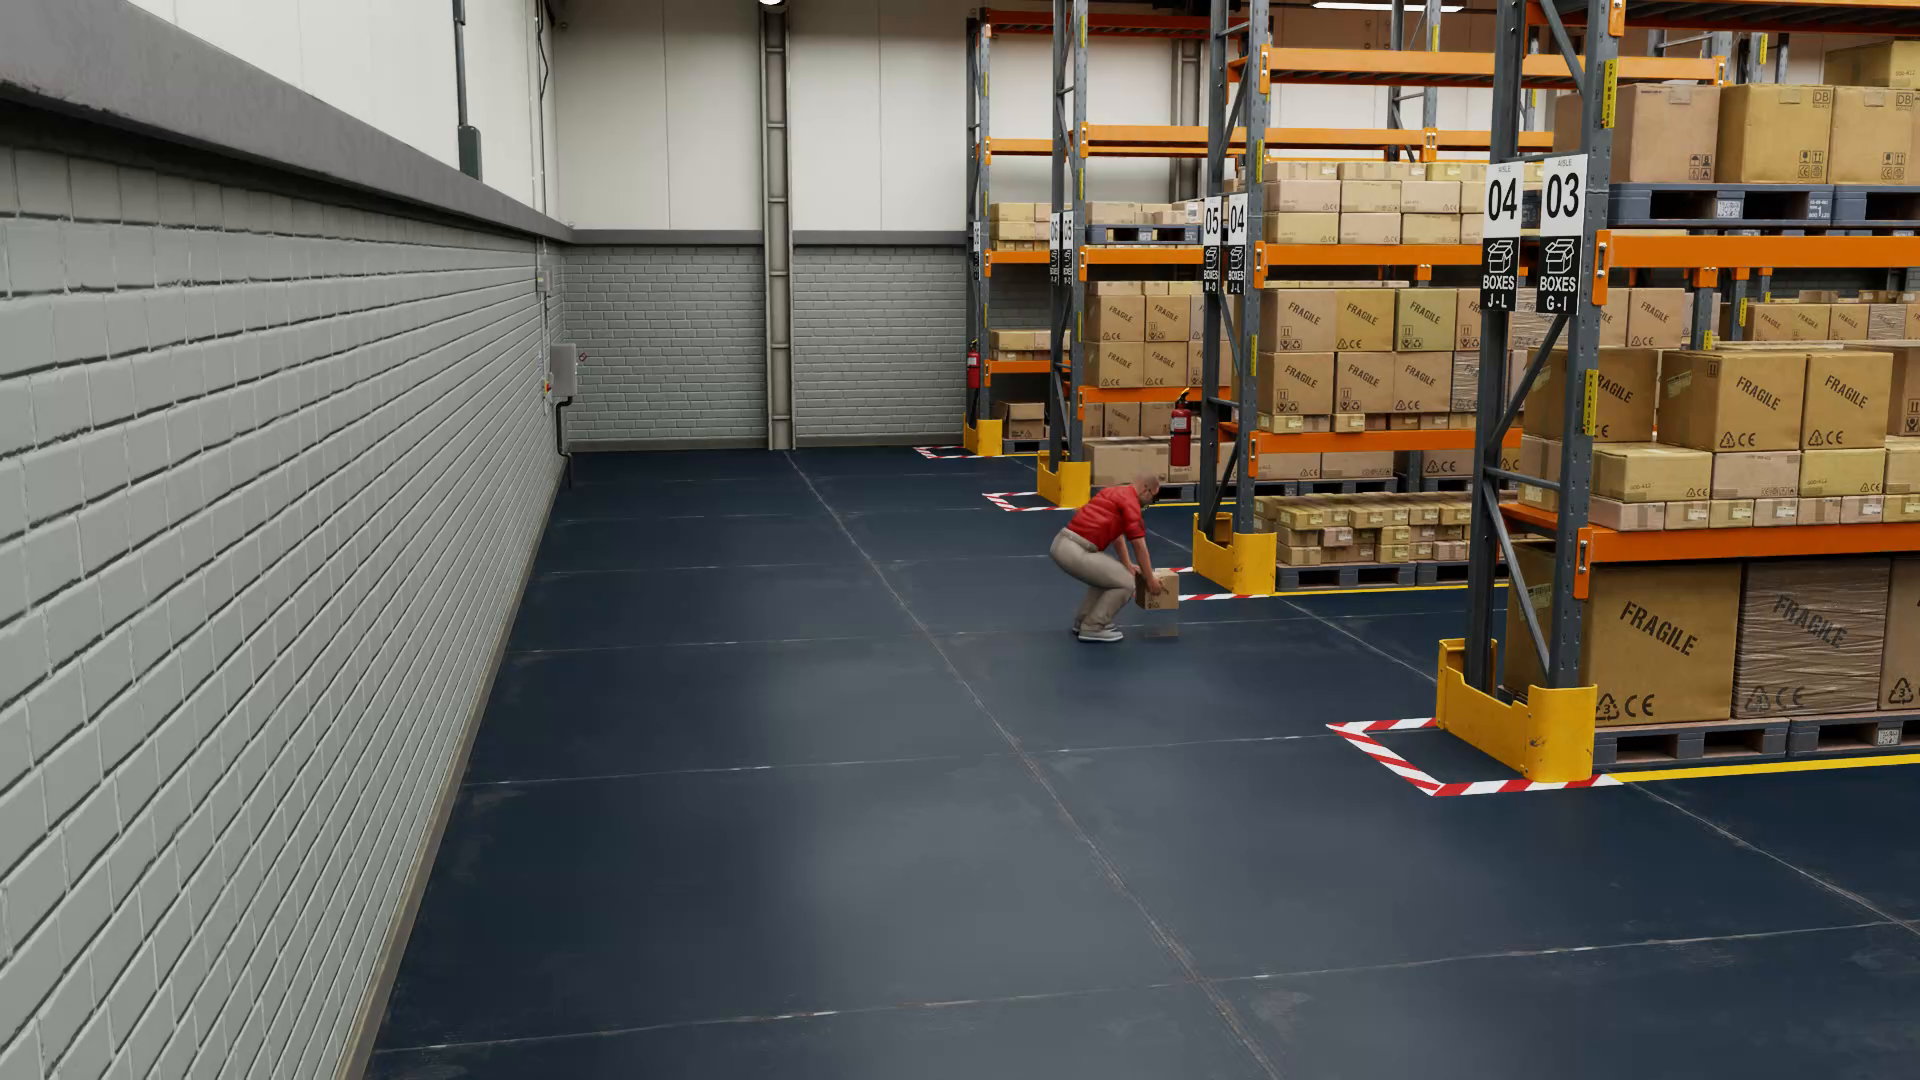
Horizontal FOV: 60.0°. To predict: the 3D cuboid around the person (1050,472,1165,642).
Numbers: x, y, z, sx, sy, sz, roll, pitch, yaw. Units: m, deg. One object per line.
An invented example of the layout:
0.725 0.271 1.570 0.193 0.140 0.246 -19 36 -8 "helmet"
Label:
1.044 0.108 11.961 0.805 1.181 0.579 -2 10 -11 "person"
